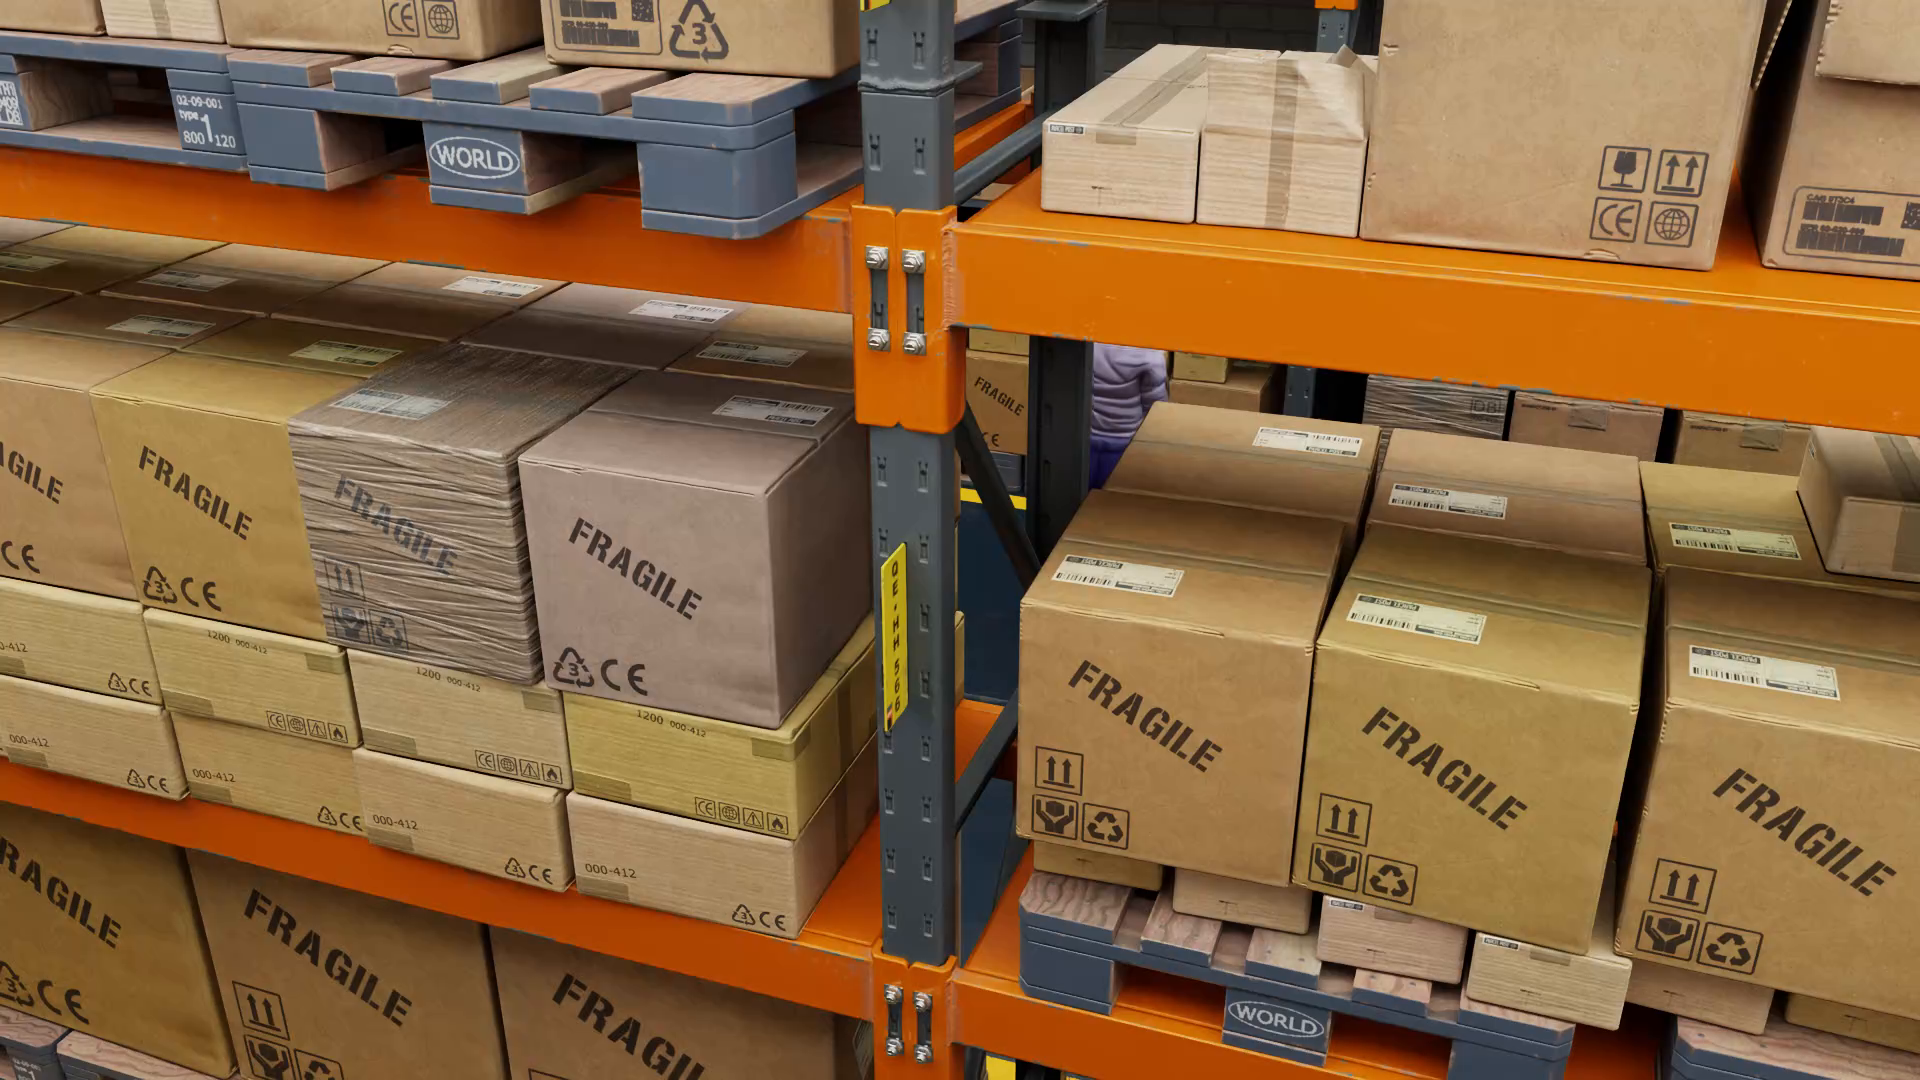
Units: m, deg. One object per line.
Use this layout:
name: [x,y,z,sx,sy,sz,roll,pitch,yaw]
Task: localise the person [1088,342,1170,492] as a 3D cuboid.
person: [0.614,-0.255,6.686,0.527,1.661,0.411,9,27,17]
